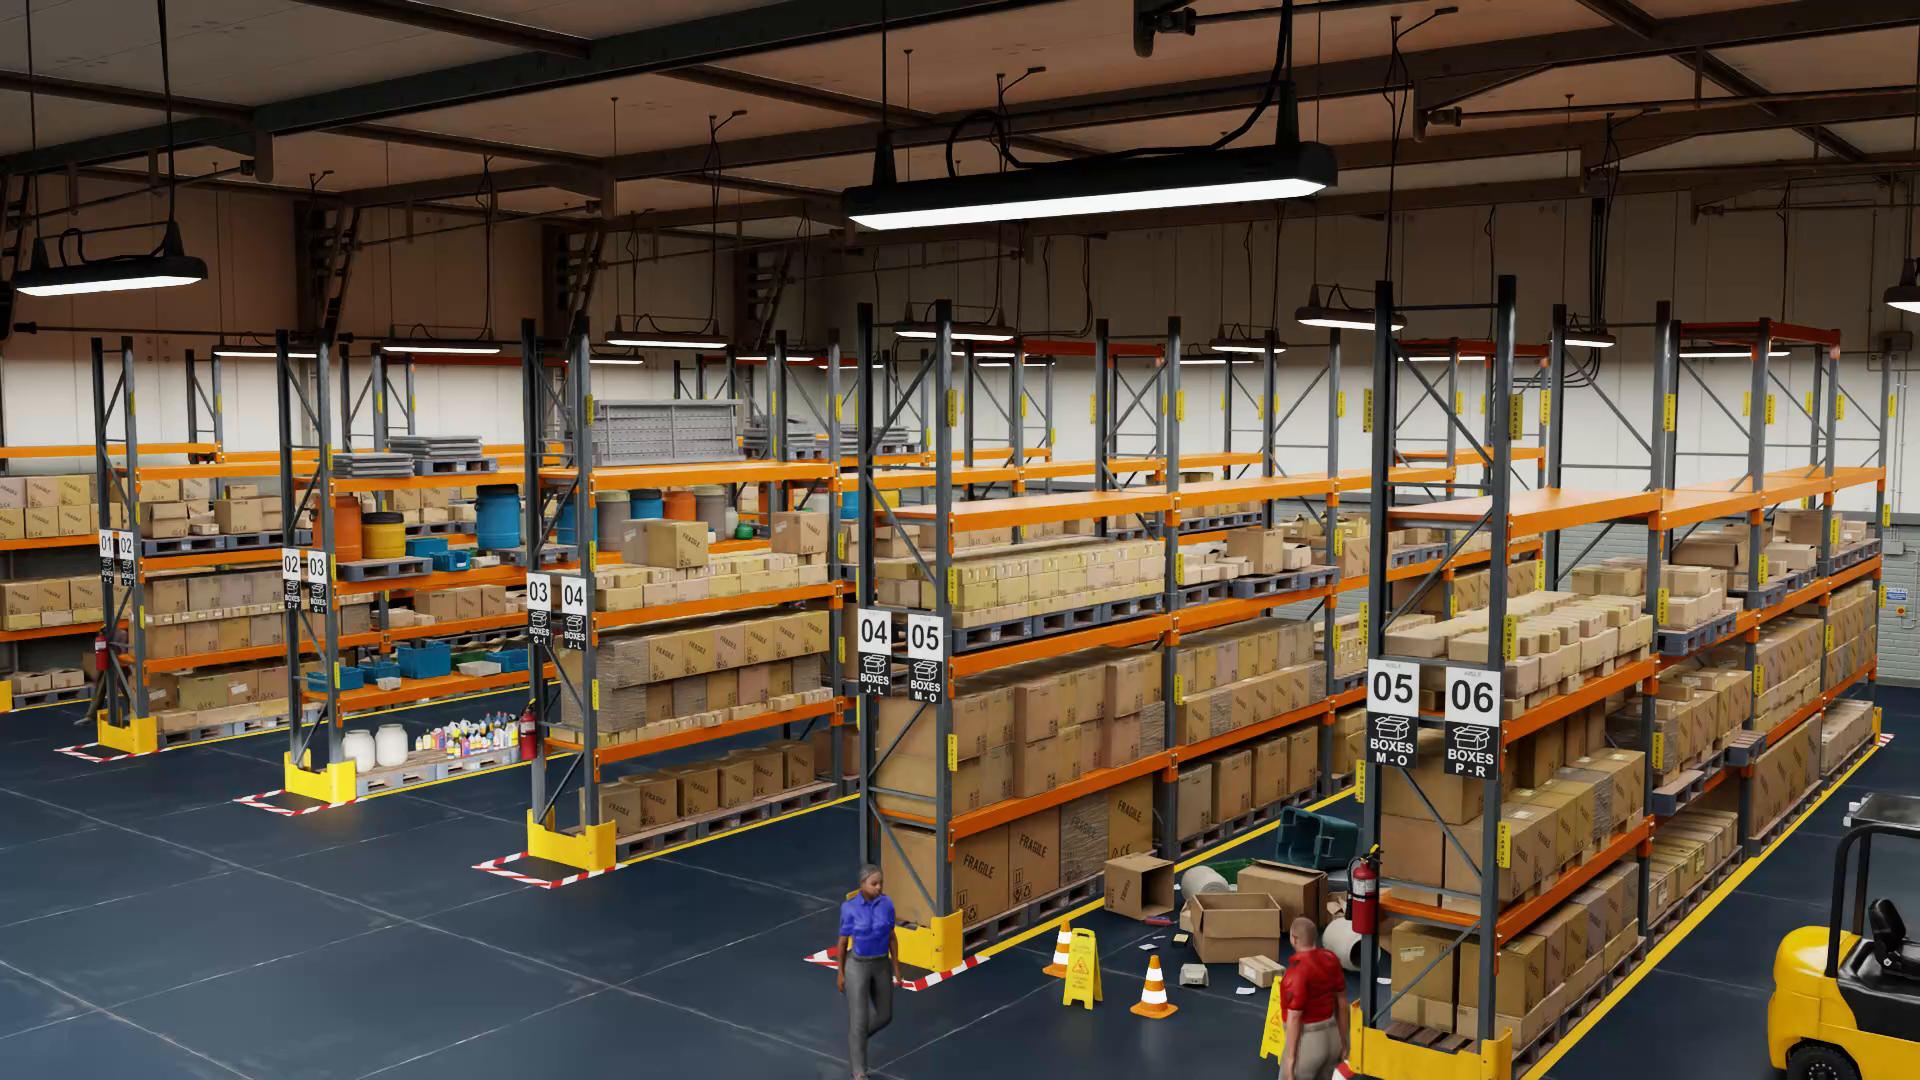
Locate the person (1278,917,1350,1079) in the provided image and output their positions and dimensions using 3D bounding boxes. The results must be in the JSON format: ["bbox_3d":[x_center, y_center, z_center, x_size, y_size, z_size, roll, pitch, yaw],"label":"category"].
[{"bbox_3d":[2.375,3.343,10.984,0.706,1.701,0.545,5,7,45],"label":"person"}]

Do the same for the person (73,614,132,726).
[{"bbox_3d":[-13.254,2.019,25.941,0.600,1.729,1.105,1,5,10],"label":"person"}]

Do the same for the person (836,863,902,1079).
[{"bbox_3d":[-0.702,3.246,12.609,0.477,1.642,0.703,-3,6,-28],"label":"person"}]
